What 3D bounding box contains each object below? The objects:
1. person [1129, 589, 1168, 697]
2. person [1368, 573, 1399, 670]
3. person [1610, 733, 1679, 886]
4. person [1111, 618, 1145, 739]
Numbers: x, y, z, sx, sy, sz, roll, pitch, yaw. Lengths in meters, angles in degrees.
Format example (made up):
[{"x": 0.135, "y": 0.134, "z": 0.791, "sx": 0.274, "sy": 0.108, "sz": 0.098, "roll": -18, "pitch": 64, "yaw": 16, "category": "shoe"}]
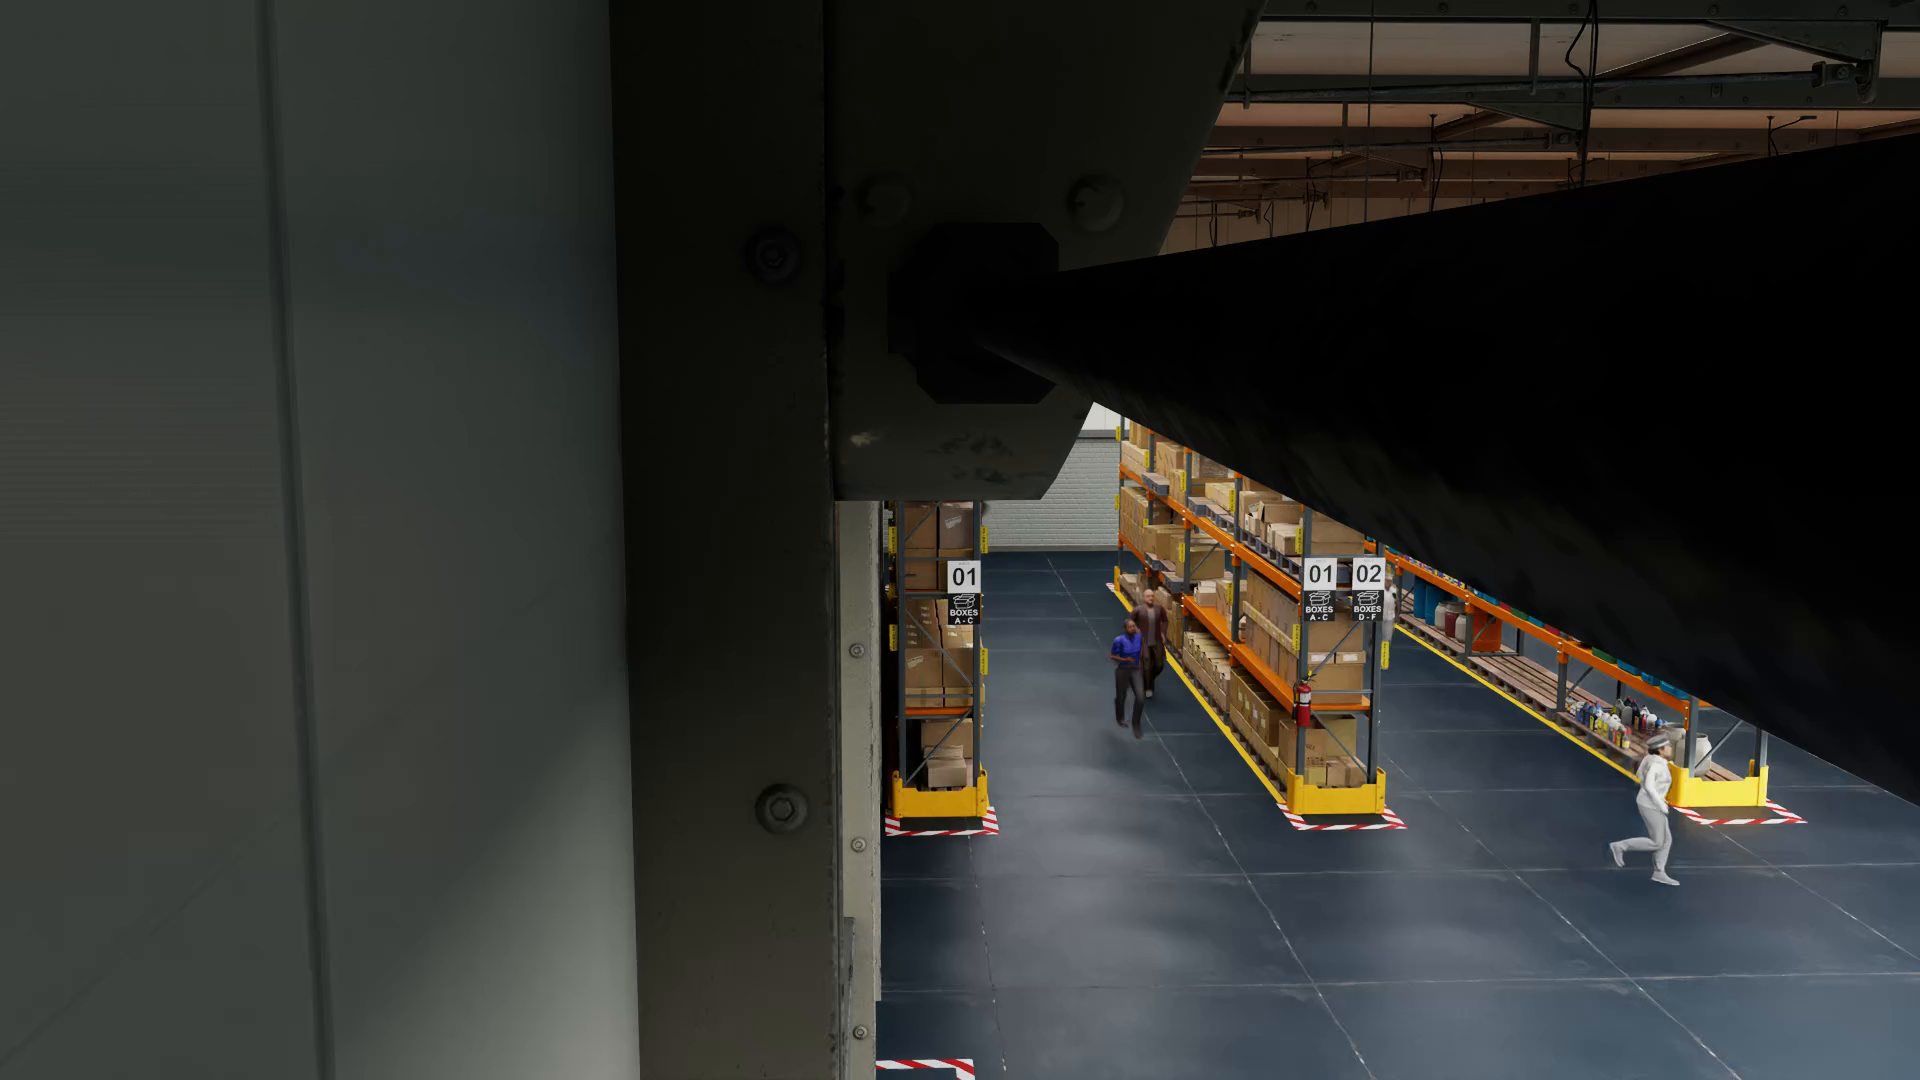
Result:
[{"x": 3.027, "y": 1.650, "z": 26.619, "sx": 0.704, "sy": 1.727, "sz": 0.661, "roll": -1, "pitch": 8, "yaw": -9, "category": "person"}, {"x": 7.350, "y": 1.372, "z": 28.910, "sx": 0.598, "sy": 1.671, "sz": 0.678, "roll": -1, "pitch": 8, "yaw": -10, "category": "person"}, {"x": 7.522, "y": 2.919, "z": 18.200, "sx": 0.725, "sy": 1.674, "sz": 0.643, "roll": 2, "pitch": 9, "yaw": 17, "category": "person"}, {"x": 2.373, "y": 1.946, "z": 23.527, "sx": 0.560, "sy": 1.727, "sz": 0.752, "roll": -2, "pitch": 8, "yaw": -13, "category": "person"}]
